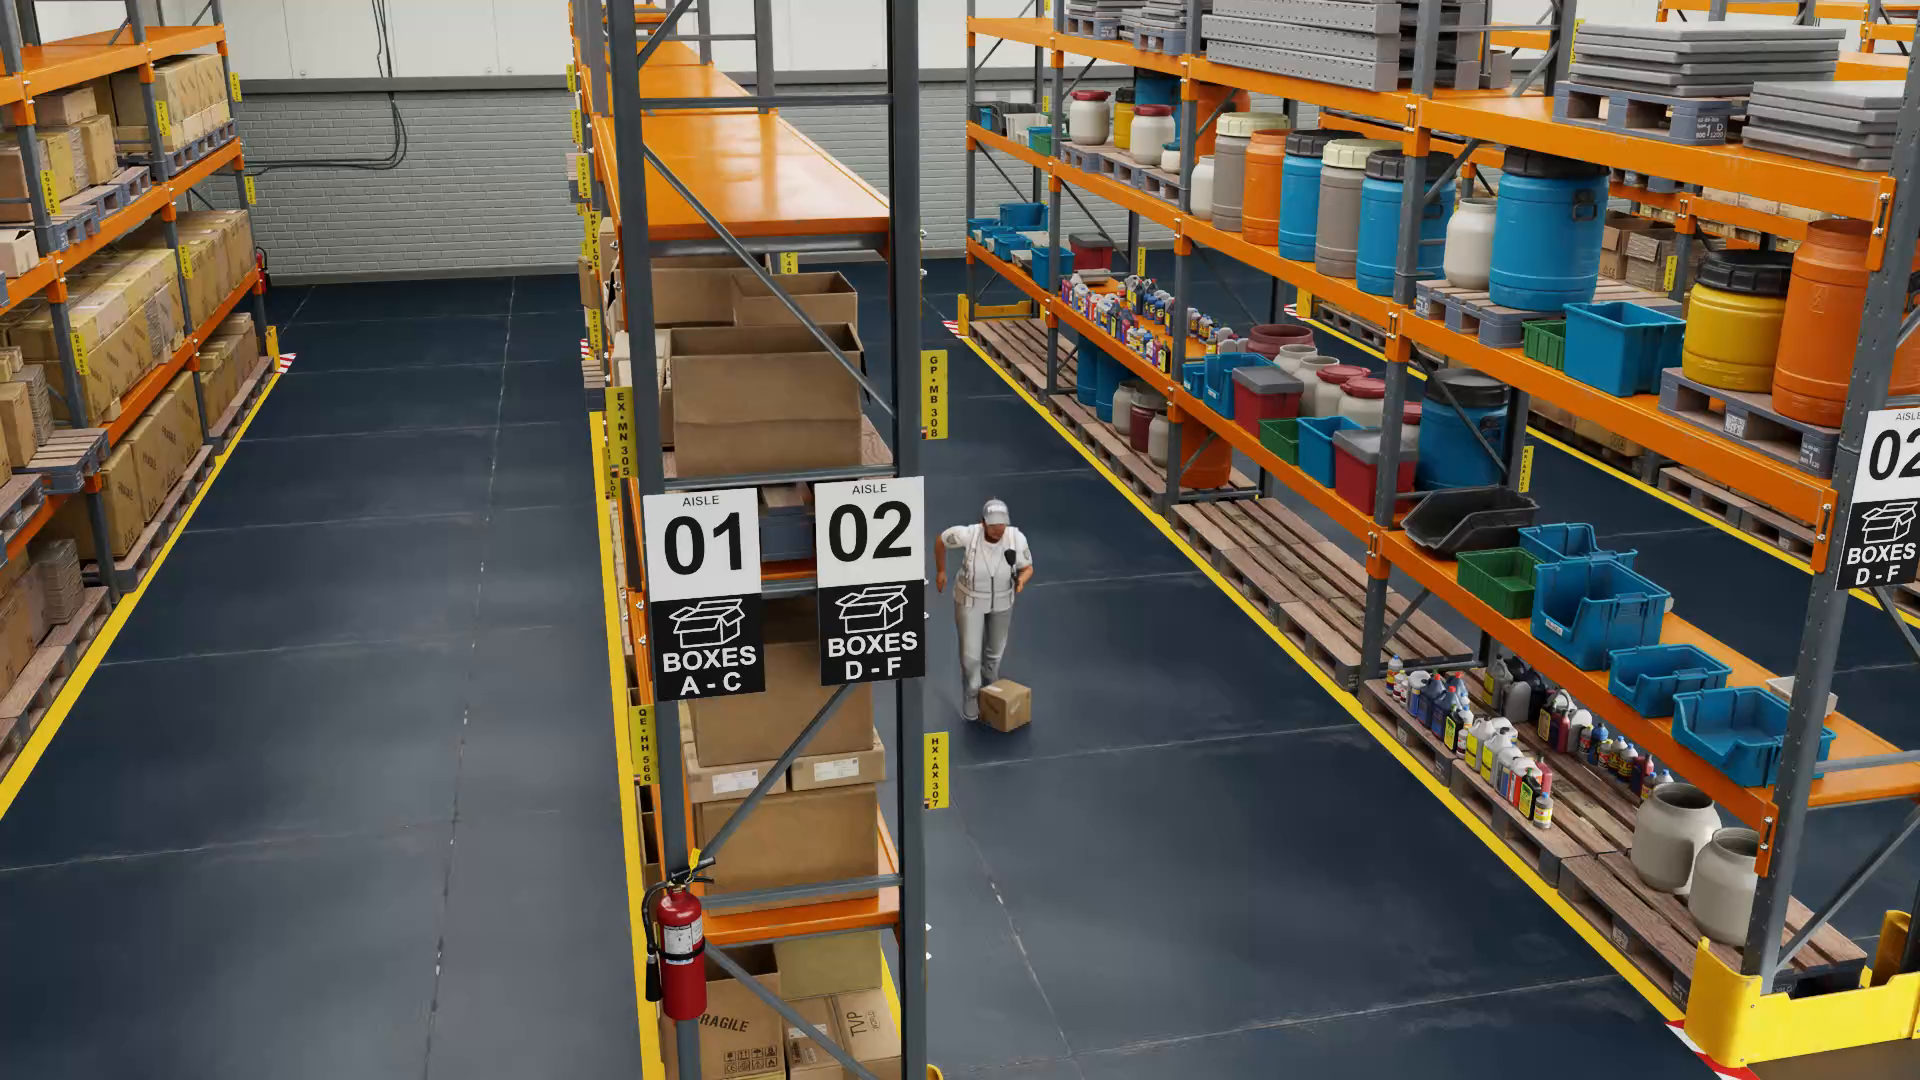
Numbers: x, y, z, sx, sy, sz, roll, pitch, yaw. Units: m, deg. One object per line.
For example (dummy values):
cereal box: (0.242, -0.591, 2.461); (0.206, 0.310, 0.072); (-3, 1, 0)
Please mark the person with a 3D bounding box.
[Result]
person: (0.168, 0.421, 11.247); (0.601, 1.568, 0.901); (-6, 21, -17)
